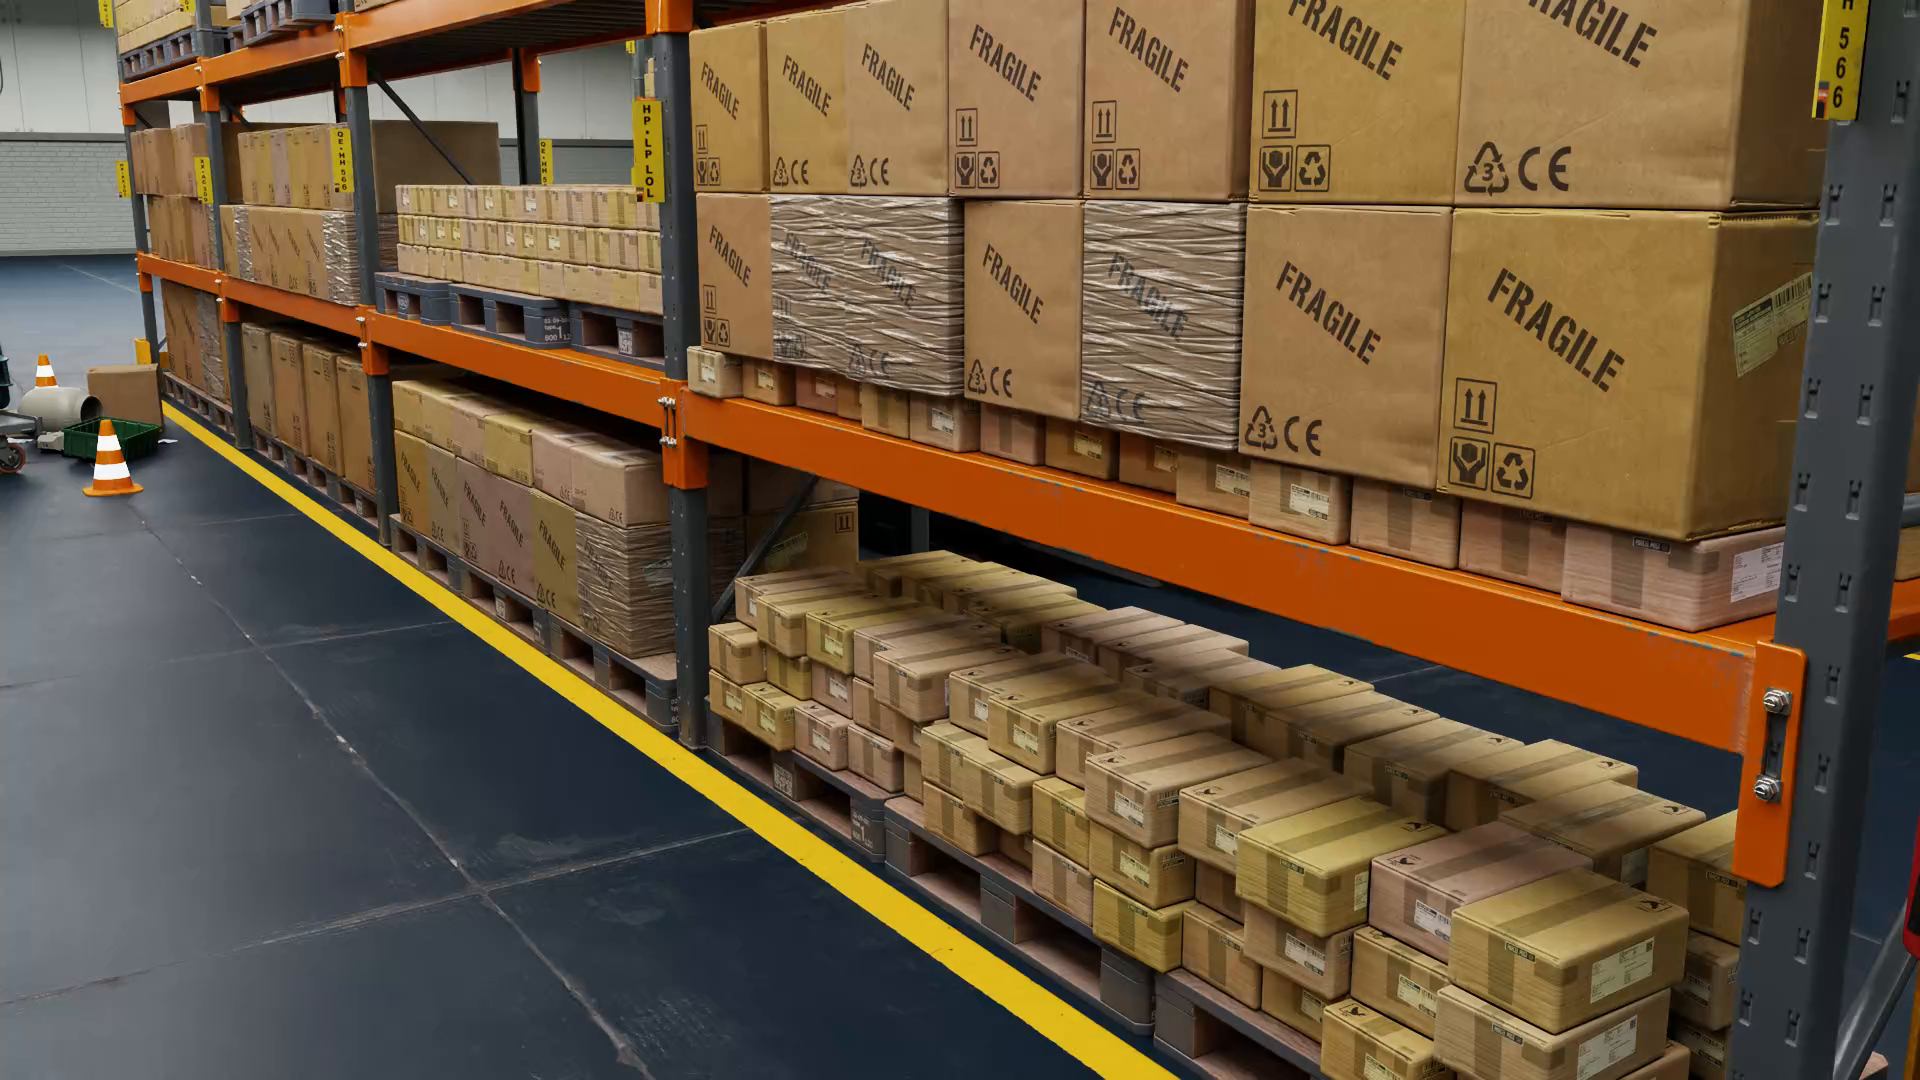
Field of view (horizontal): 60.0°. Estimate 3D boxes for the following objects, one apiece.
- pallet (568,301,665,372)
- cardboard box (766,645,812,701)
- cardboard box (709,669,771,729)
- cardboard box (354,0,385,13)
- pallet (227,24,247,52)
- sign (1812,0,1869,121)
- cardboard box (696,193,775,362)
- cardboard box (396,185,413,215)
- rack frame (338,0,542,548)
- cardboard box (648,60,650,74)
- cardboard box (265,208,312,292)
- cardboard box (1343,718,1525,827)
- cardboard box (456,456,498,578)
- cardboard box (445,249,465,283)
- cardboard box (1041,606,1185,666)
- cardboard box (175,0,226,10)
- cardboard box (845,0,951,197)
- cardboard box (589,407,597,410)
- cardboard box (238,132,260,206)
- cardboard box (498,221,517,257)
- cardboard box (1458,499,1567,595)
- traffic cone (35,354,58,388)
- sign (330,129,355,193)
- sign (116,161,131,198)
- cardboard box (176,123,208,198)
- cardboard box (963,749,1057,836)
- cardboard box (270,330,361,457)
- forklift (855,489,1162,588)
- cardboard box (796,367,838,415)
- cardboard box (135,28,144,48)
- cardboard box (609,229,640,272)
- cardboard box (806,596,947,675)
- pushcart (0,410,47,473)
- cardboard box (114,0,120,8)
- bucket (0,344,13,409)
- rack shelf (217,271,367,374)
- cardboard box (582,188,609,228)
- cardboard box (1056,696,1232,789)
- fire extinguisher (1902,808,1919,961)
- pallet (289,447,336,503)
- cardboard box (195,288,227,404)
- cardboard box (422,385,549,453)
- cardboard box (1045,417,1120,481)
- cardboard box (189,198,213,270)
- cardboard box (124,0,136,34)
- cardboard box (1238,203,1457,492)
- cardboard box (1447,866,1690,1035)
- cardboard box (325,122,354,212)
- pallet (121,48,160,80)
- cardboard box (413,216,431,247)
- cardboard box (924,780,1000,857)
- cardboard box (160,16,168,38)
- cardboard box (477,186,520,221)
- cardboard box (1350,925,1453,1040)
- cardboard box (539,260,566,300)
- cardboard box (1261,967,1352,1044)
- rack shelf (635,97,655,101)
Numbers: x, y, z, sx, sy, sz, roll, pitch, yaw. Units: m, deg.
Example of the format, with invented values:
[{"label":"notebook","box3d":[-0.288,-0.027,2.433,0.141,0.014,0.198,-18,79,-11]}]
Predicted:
[{"label":"pallet","box3d":[-0.868,-0.838,6.622,1.003,0.211,1.213,-8,15,-33]},{"label":"cardboard box","box3d":[-0.416,0.400,5.504,0.380,0.149,0.250,-8,15,-32]},{"label":"cardboard box","box3d":[-0.631,0.512,5.691,0.380,0.149,0.250,-9,15,-35]},{"label":"cardboard box","box3d":[-2.687,-2.871,8.215,0.500,0.500,0.500,-8,15,-33]},{"label":"pallet","box3d":[-4.449,-3.416,11.388,0.805,0.209,1.217,-9,15,-35]},{"label":"sign","box3d":[1.178,-0.725,2.206,0.100,0.325,0.005,-8,15,-33]},{"label":"cardboard box","box3d":[-0.501,-0.855,5.319,0.500,0.500,0.500,-8,15,-34]},{"label":"cardboard box","box3d":[-2.684,-1.757,8.588,0.380,0.149,0.250,-8,15,-33]},{"label":"rack frame","box3d":[-2.781,-1.490,9.154,1.000,3.000,0.127,-8,15,-33]},{"label":"cardboard box","box3d":[-3.069,-4.992,17.567,0.380,0.149,0.250,-8,15,-33]},{"label":"cardboard box","box3d":[-4.094,-1.856,10.592,0.500,0.500,0.500,-8,15,-32]},{"label":"cardboard box","box3d":[1.151,0.567,4.044,0.380,0.149,0.250,-9,15,-36]},{"label":"cardboard box","box3d":[-2.032,-0.138,7.841,0.500,0.500,0.500,-9,15,-34]},{"label":"cardboard box","box3d":[-2.252,-1.326,8.007,0.380,0.149,0.250,-7,14,-30]},{"label":"cardboard box","box3d":[0.473,0.328,5.140,0.380,0.149,0.250,-9,15,-35]},{"label":"cardboard box","box3d":[-5.484,-4.050,12.277,0.500,0.250,0.500,-8,15,-33]},{"label":"cardboard box","box3d":[0.035,-1.169,4.413,0.500,0.500,0.500,-8,15,-32]},{"label":"cardboard box","box3d":[-1.627,-0.569,8.055,0.500,0.250,0.500,-8,15,-31]},{"label":"cardboard box","box3d":[-4.718,-2.651,11.889,0.700,0.500,0.500,-8,15,-34]},{"label":"cardboard box","box3d":[-1.813,-1.332,7.339,0.380,0.149,0.250,-7,14,-31]},{"label":"cardboard box","box3d":[1.128,-0.018,3.010,0.380,0.149,0.250,-8,15,-33]},{"label":"traffic cone","box3d":[-8.102,-1.411,14.731,0.336,0.463,0.334,-8,15,-33]},{"label":"sign","box3d":[-3.242,-1.989,8.727,0.100,0.325,0.005,-8,15,-33]},{"label":"sign","box3d":[-7.679,-3.310,15.264,0.100,0.325,0.005,-8,15,-33]},{"label":"cardboard box","box3d":[-5.575,-2.956,12.979,0.875,0.550,0.550,-8,15,-33]},{"label":"cardboard box","box3d":[0.232,0.639,4.414,0.380,0.149,0.250,-8,15,-32]},{"label":"cardboard box","box3d":[-4.048,-1.036,11.360,1.050,0.750,0.750,-8,15,-33]},{"label":"forklift","box3d":[0.333,-1.318,8.526,1.130,2.935,3.031,-8,14,-31]},{"label":"cardboard box","box3d":[-0.284,-0.488,5.162,0.380,0.149,0.250,-9,15,-35]},{"label":"cardboard box","box3d":[-6.731,-4.231,14.038,0.380,0.149,0.250,-8,15,-33]},{"label":"cardboard box","box3d":[-1.097,-1.101,6.282,0.380,0.149,0.250,-8,15,-32]},{"label":"cardboard box","box3d":[-0.262,0.299,5.270,0.380,0.149,0.250,-8,15,-34]},{"label":"pushcart","box3d":[-7.192,-0.595,11.201,0.936,0.377,1.648,9,15,35]},{"label":"cardboard box","box3d":[-7.294,-4.802,14.782,0.380,0.149,0.250,-8,15,-32]},{"label":"bucket","box3d":[-6.992,-1.096,11.457,0.726,0.611,0.620,-3,23,-13]},{"label":"rack shelf","box3d":[-3.890,-1.494,10.858,1.077,0.370,4.000,-8,15,-33]},{"label":"cardboard box","box3d":[-1.241,-1.294,6.470,0.380,0.149,0.250,-9,15,-35]},{"label":"cardboard box","box3d":[0.466,0.528,4.222,0.380,0.149,0.250,-9,15,-35]},{"label":"fire extinguisher","box3d":[1.406,0.252,2.241,0.296,0.674,0.183,-8,15,-33]},{"label":"pallet","box3d":[-3.827,-0.494,11.125,1.003,0.211,1.213,-8,15,-33]},{"label":"cardboard box","box3d":[-5.790,-1.649,13.870,0.875,0.875,0.875,-8,15,-32]},{"label":"cardboard box","box3d":[-2.320,-0.599,8.192,0.500,0.250,0.500,-8,15,-33]},{"label":"cardboard box","box3d":[0.434,-0.254,4.089,0.380,0.149,0.250,-8,15,-32]},{"label":"cardboard box","box3d":[-5.536,-2.434,13.120,0.875,0.550,0.550,-8,15,-33]},{"label":"cardboard box","box3d":[-6.878,-4.498,14.325,0.500,0.250,0.500,-8,15,-33]},{"label":"cardboard box","box3d":[0.907,-0.403,3.253,0.500,0.500,0.500,-8,15,-34]},{"label":"cardboard box","box3d":[1.147,0.766,3.138,0.380,0.149,0.250,-8,15,-32]},{"label":"cardboard box","box3d":[-3.303,-2.198,9.818,0.700,0.500,0.500,-8,15,-34]},{"label":"pallet","box3d":[-6.794,-4.204,14.752,1.003,0.211,1.213,-8,15,-33]},{"label":"cardboard box","box3d":[-2.529,-1.560,8.383,0.380,0.149,0.250,-7,14,-30]},{"label":"cardboard box","box3d":[0.122,0.738,4.657,0.380,0.149,0.250,-9,15,-34]},{"label":"cardboard box","box3d":[-6.029,-4.006,13.007,0.380,0.149,0.250,-8,15,-32]},{"label":"cardboard box","box3d":[-1.957,-1.524,7.524,0.380,0.149,0.250,-8,14,-31]},{"label":"cardboard box","box3d":[1.021,0.862,3.392,0.380,0.149,0.250,-9,15,-34]},{"label":"cardboard box","box3d":[-1.529,-1.092,6.941,0.380,0.149,0.250,-9,15,-35]},{"label":"cardboard box","box3d":[0.884,0.960,3.639,0.380,0.149,0.250,-8,15,-33]},{"label":"rack shelf","box3d":[-1.921,-4.240,16.393,1.077,0.370,4.000,-8,15,-33]}]
